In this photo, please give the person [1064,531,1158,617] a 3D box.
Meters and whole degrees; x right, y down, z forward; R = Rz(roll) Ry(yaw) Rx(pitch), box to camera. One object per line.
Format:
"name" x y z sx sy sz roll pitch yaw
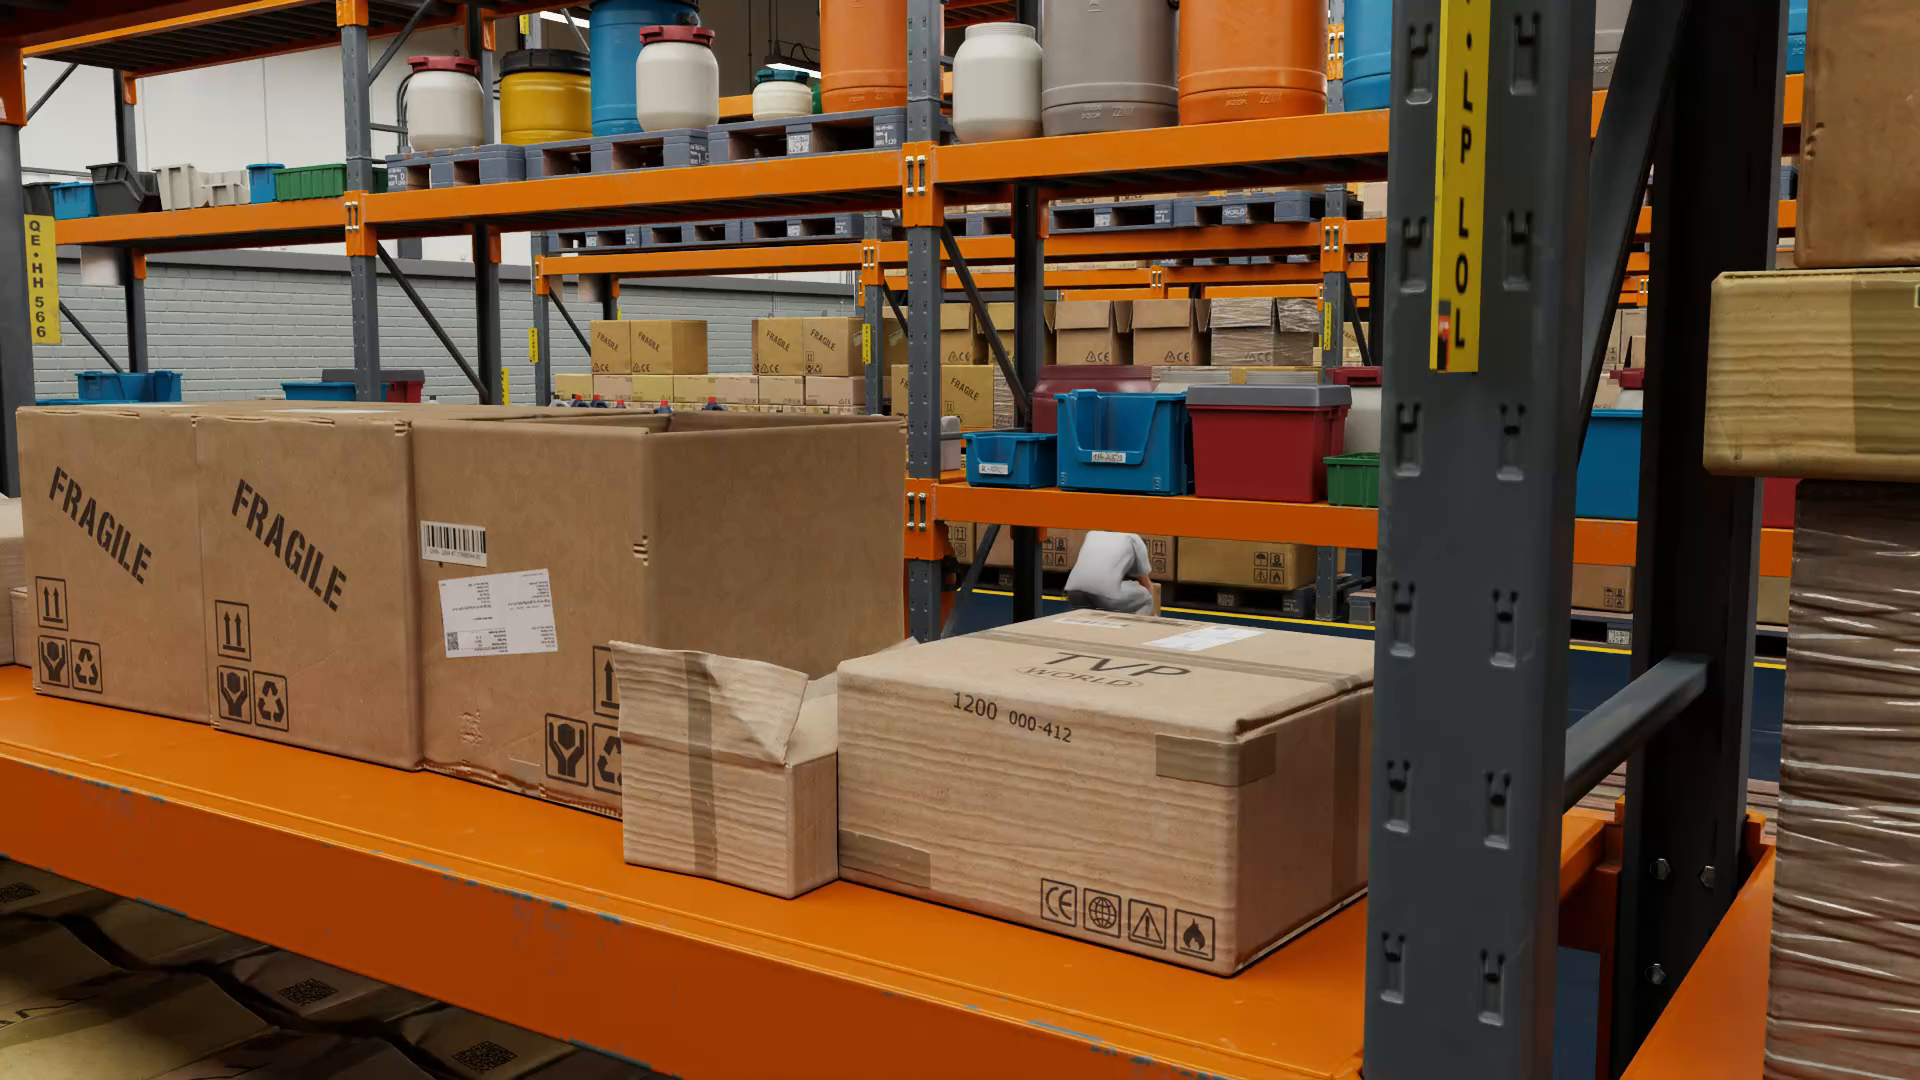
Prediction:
"person" 0.923 0.284 10.187 0.455 0.958 0.794 4 8 32
